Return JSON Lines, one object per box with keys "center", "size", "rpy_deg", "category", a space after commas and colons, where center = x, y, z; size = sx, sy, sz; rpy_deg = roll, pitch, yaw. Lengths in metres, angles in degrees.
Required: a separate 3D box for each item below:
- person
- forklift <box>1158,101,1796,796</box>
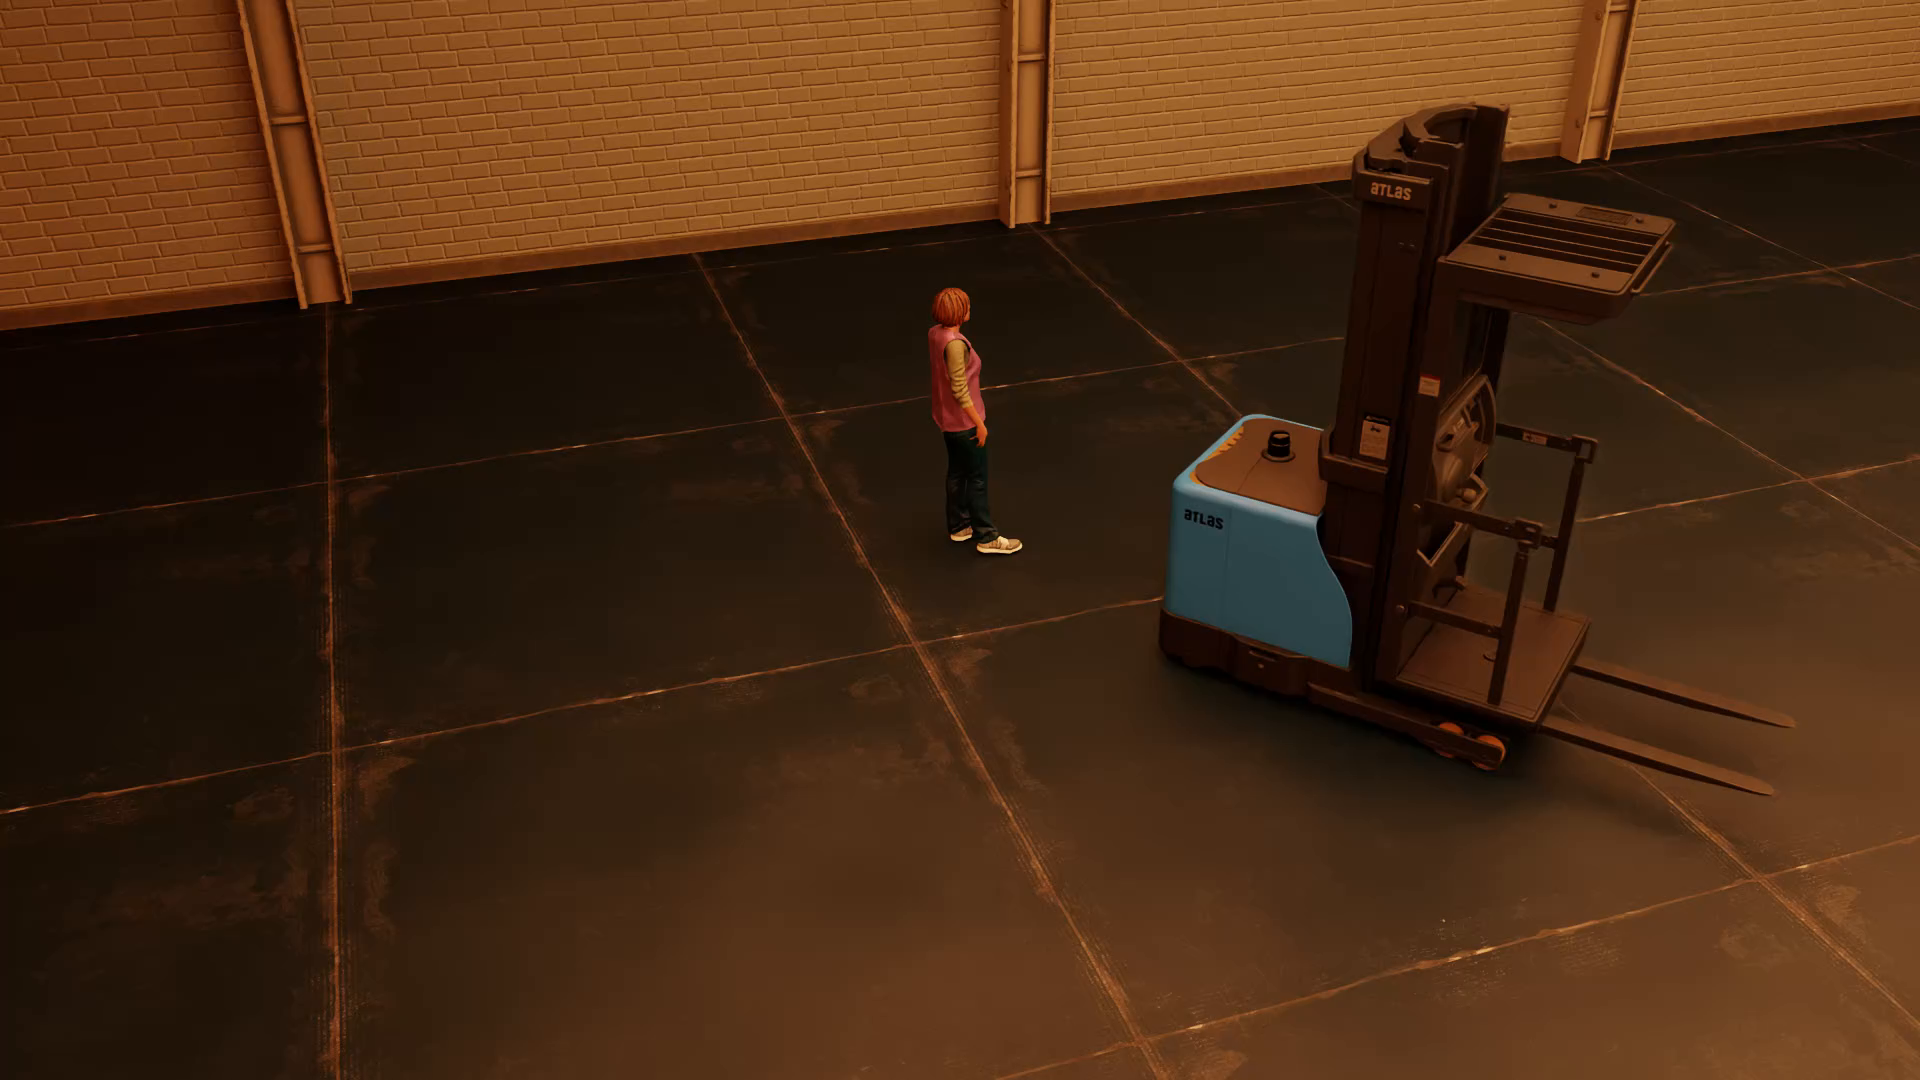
{"center": [0.075, -0.704, 9.634], "size": [0.473, 1.599, 0.521], "rpy_deg": [-10, 31, -16], "category": "person"}
{"center": [2.586, -0.456, 7.880], "size": [3.031, 2.935, 1.130], "rpy_deg": [17, 34, 27], "category": "forklift"}
